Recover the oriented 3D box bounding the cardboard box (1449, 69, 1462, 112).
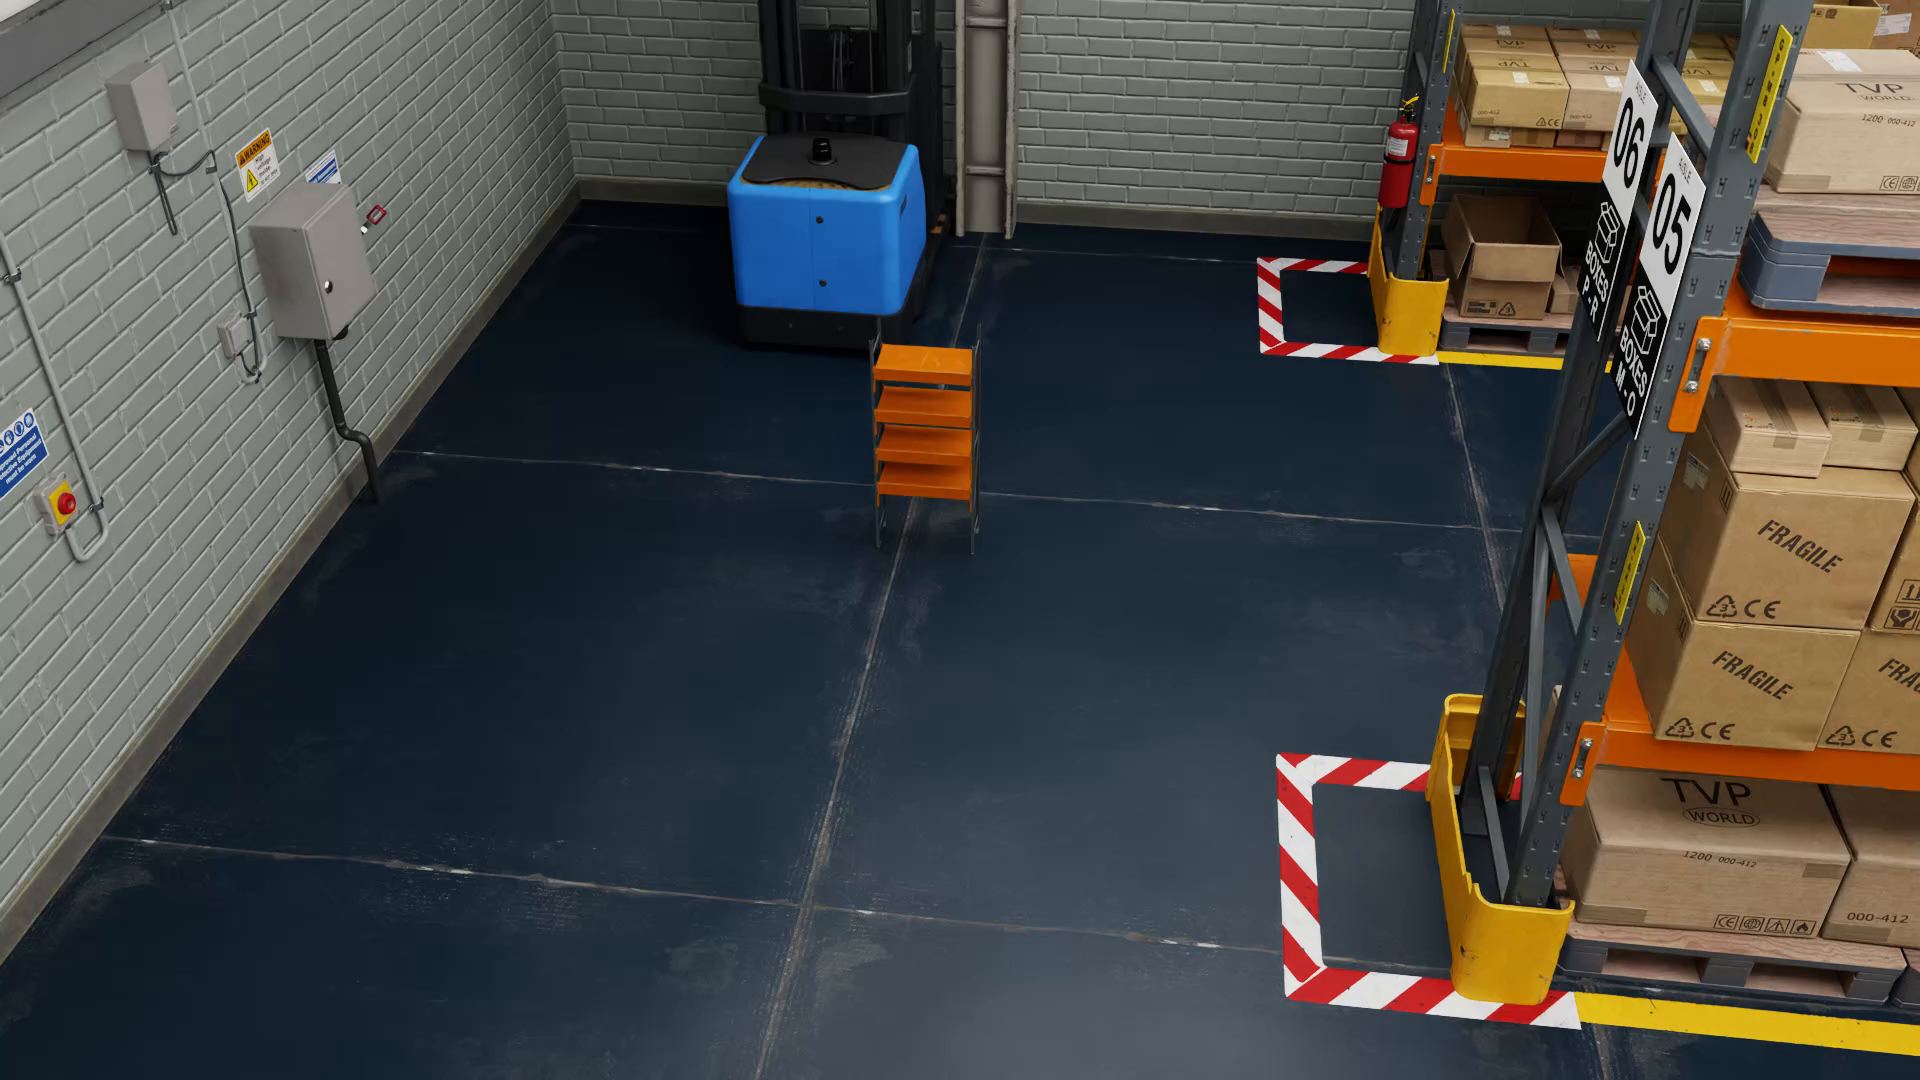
[{"bbox_3d":[3.106,-2.721,10.054,0.250,0.149,0.380,4,36,5],"label":"cardboard box"}]

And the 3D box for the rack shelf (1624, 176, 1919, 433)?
[{"bbox_3d":[4.098,-0.613,4.921,4.000,0.370,1.077,4,36,6],"label":"rack shelf"}]

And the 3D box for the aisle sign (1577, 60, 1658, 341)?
[{"bbox_3d":[2.083,-1.075,5.293,0.004,0.787,0.394,4,36,6],"label":"aisle sign"}]

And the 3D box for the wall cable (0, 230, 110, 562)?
[{"bbox_3d":[-3.481,-0.663,6.052,0.123,1.953,0.585,4,36,6],"label":"wall cable"}]

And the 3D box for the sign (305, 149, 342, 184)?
[{"bbox_3d":[-3.211,-1.697,8.485,0.001,0.494,0.329,4,36,6],"label":"sign"}]

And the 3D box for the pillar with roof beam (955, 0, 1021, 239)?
[{"bbox_3d":[-0.365,-3.373,5.587,0.400,9.000,9.100,4,36,6],"label":"pillar with roof beam"}]

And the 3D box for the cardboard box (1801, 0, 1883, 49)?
[{"bbox_3d":[4.647,-2.759,9.118,0.500,0.500,0.500,5,36,7],"label":"cardboard box"}]

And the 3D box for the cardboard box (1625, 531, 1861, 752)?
[{"bbox_3d":[2.554,0.328,5.480,0.500,0.500,0.500,4,36,6],"label":"cardboard box"}]

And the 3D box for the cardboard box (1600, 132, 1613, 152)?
[{"bbox_3d":[3.800,-2.363,9.552,0.250,0.149,0.380,5,36,7],"label":"cardboard box"}]

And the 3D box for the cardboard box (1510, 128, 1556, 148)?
[{"bbox_3d":[3.292,-2.416,9.627,0.250,0.149,0.380,5,36,7],"label":"cardboard box"}]

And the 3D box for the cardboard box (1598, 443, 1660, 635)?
[{"bbox_3d":[2.627,0.010,5.925,0.500,0.500,0.500,4,36,6],"label":"cardboard box"}]

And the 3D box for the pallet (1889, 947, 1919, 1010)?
[{"bbox_3d":[4.124,1.408,6.452,1.213,0.211,1.003,4,36,6],"label":"pallet"}]

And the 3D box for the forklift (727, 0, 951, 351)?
[{"bbox_3d":[-0.663,-3.185,10.547,1.130,2.935,3.031,5,36,6],"label":"forklift"}]

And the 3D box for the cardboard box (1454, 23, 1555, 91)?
[{"bbox_3d":[3.233,-2.872,9.922,0.500,0.250,0.500,5,36,7],"label":"cardboard box"}]

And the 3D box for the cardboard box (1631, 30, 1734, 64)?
[{"bbox_3d":[4.235,-2.794,9.812,0.500,0.250,0.500,5,36,7],"label":"cardboard box"}]

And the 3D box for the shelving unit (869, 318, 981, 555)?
[{"bbox_3d":[-0.164,-0.501,8.276,0.503,1.200,0.258,4,36,6],"label":"shelving unit"}]

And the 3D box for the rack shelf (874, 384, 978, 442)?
[{"bbox_3d":[-0.164,-0.628,8.185,0.480,0.148,0.258,4,36,6],"label":"rack shelf"}]

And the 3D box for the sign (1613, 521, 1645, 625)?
[{"bbox_3d":[2.038,0.102,5.069,0.005,0.325,0.100,4,36,6],"label":"sign"}]

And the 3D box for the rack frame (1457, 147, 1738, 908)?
[{"bbox_3d":[2.115,0.167,5.791,0.127,3.000,1.000,4,36,6],"label":"rack frame"}]

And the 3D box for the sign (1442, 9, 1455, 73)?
[{"bbox_3d":[2.674,-2.733,9.109,0.005,0.325,0.100,4,36,6],"label":"sign"}]

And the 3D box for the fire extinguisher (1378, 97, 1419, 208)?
[{"bbox_3d":[2.538,-2.254,9.571,0.183,0.674,0.296,4,36,6],"label":"fire extinguisher"}]

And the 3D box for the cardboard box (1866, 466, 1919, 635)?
[{"bbox_3d":[3.068,-0.047,5.143,0.500,0.500,0.500,3,36,5],"label":"cardboard box"}]

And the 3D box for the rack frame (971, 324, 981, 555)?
[{"bbox_3d":[0.078,-0.483,8.250,0.015,1.200,0.240,4,36,6],"label":"rack frame"}]

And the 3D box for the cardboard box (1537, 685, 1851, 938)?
[{"bbox_3d":[2.782,1.030,6.425,0.875,0.438,0.875,3,36,4],"label":"cardboard box"}]

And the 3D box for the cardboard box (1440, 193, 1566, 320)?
[{"bbox_3d":[3.338,-1.748,10.262,0.637,0.503,0.797,3,36,4],"label":"cardboard box"}]

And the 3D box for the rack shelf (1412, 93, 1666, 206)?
[{"bbox_3d":[4.727,-2.252,9.800,4.000,0.370,1.077,4,36,6],"label":"rack shelf"}]

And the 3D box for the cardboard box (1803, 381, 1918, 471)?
[{"bbox_3d":[2.701,-0.380,5.053,0.250,0.149,0.380,5,36,7],"label":"cardboard box"}]

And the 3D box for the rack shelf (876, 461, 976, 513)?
[{"bbox_3d":[-0.164,-0.284,8.430,0.480,0.148,0.258,4,36,6],"label":"rack shelf"}]

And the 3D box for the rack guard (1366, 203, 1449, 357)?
[{"bbox_3d":[2.819,-1.670,10.517,0.348,0.500,1.175,4,36,6],"label":"rack guard"}]

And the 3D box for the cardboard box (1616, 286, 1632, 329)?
[{"bbox_3d":[4.181,-1.661,10.142,0.500,0.500,0.700,6,36,8],"label":"cardboard box"}]

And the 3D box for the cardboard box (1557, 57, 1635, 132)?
[{"bbox_3d":[3.659,-2.527,9.439,0.500,0.250,0.500,5,36,6],"label":"cardboard box"}]

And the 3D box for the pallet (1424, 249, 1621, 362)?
[{"bbox_3d":[3.609,-1.494,10.519,1.213,0.211,1.003,4,36,6],"label":"pallet"}]

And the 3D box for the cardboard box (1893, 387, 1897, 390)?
[{"bbox_3d":[3.145,-0.360,5.583,0.500,0.500,0.500,4,36,6],"label":"cardboard box"}]
